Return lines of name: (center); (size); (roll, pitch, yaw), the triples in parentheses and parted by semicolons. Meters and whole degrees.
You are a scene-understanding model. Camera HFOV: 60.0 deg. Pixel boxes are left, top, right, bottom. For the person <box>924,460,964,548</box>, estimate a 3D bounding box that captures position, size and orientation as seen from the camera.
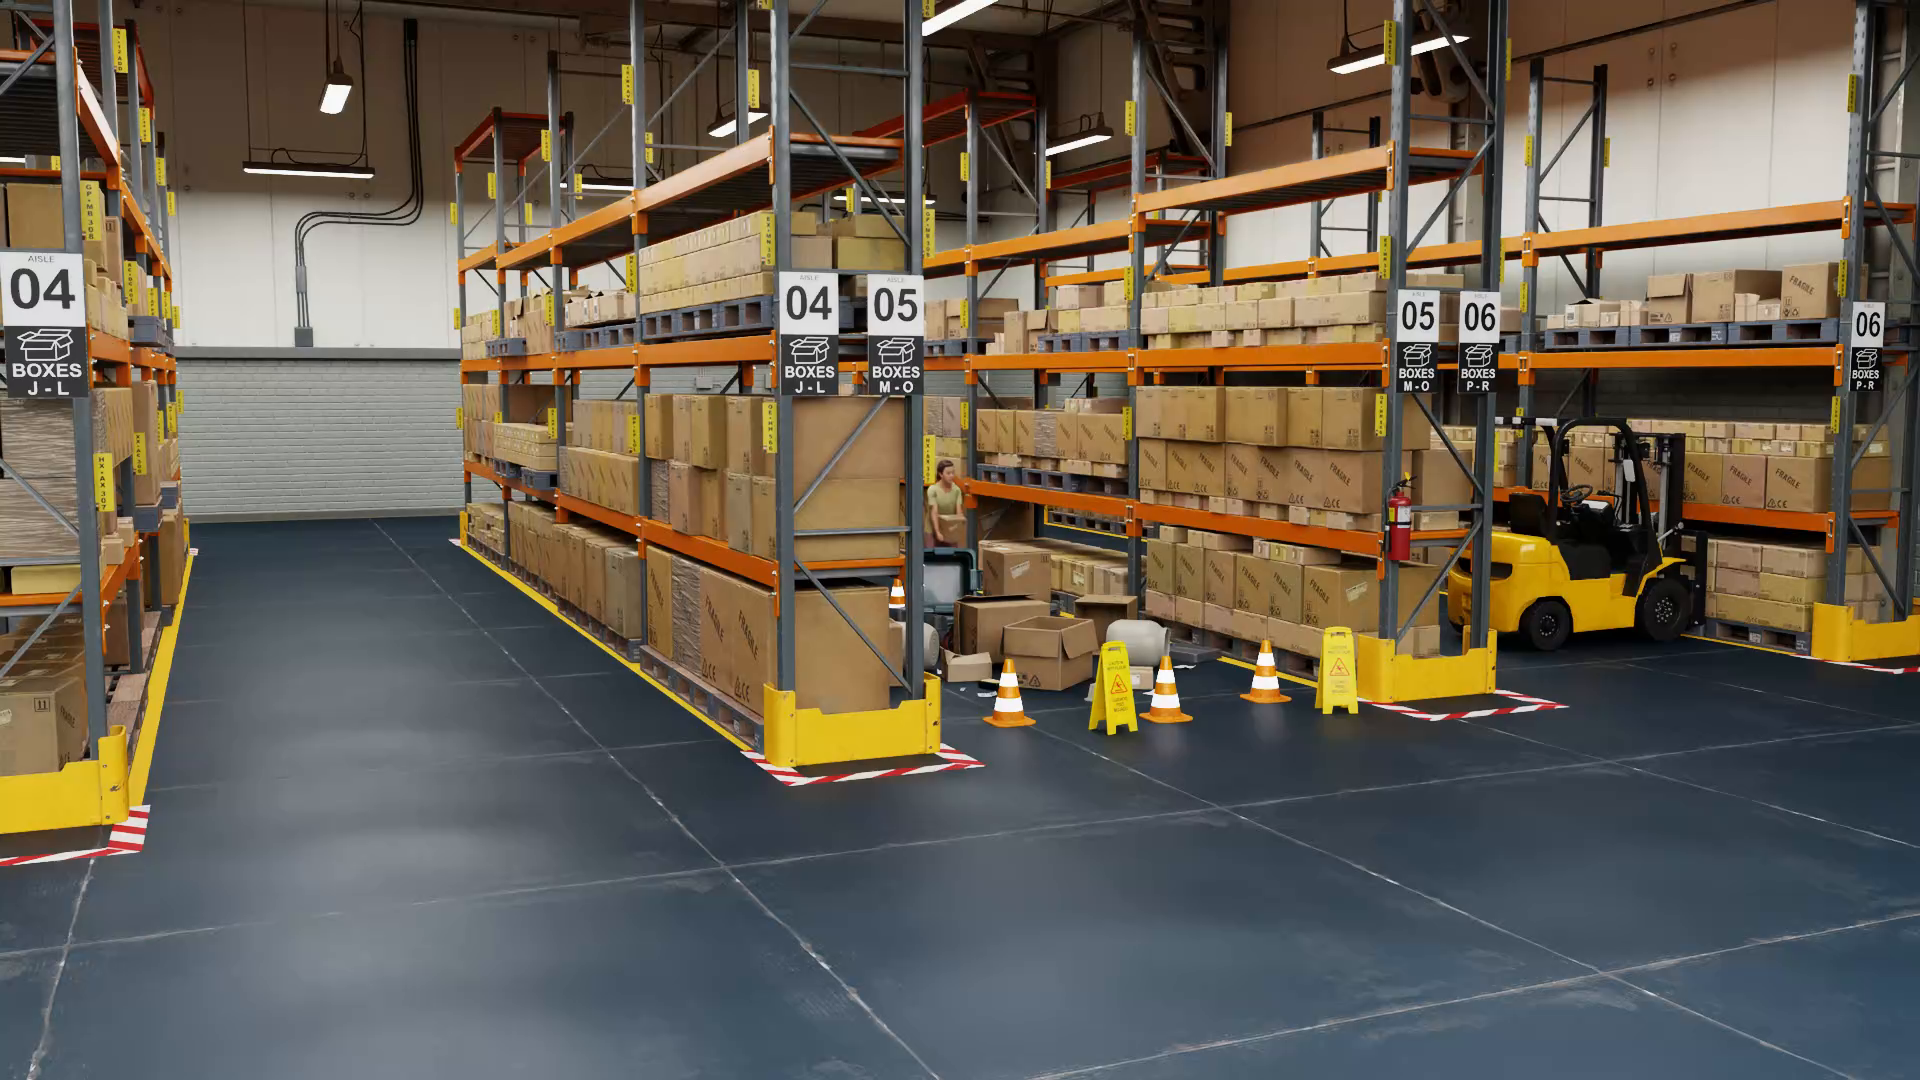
person: (-0.161, -0.047, 18.100); (0.409, 1.654, 0.521); (-3, 6, -25)
